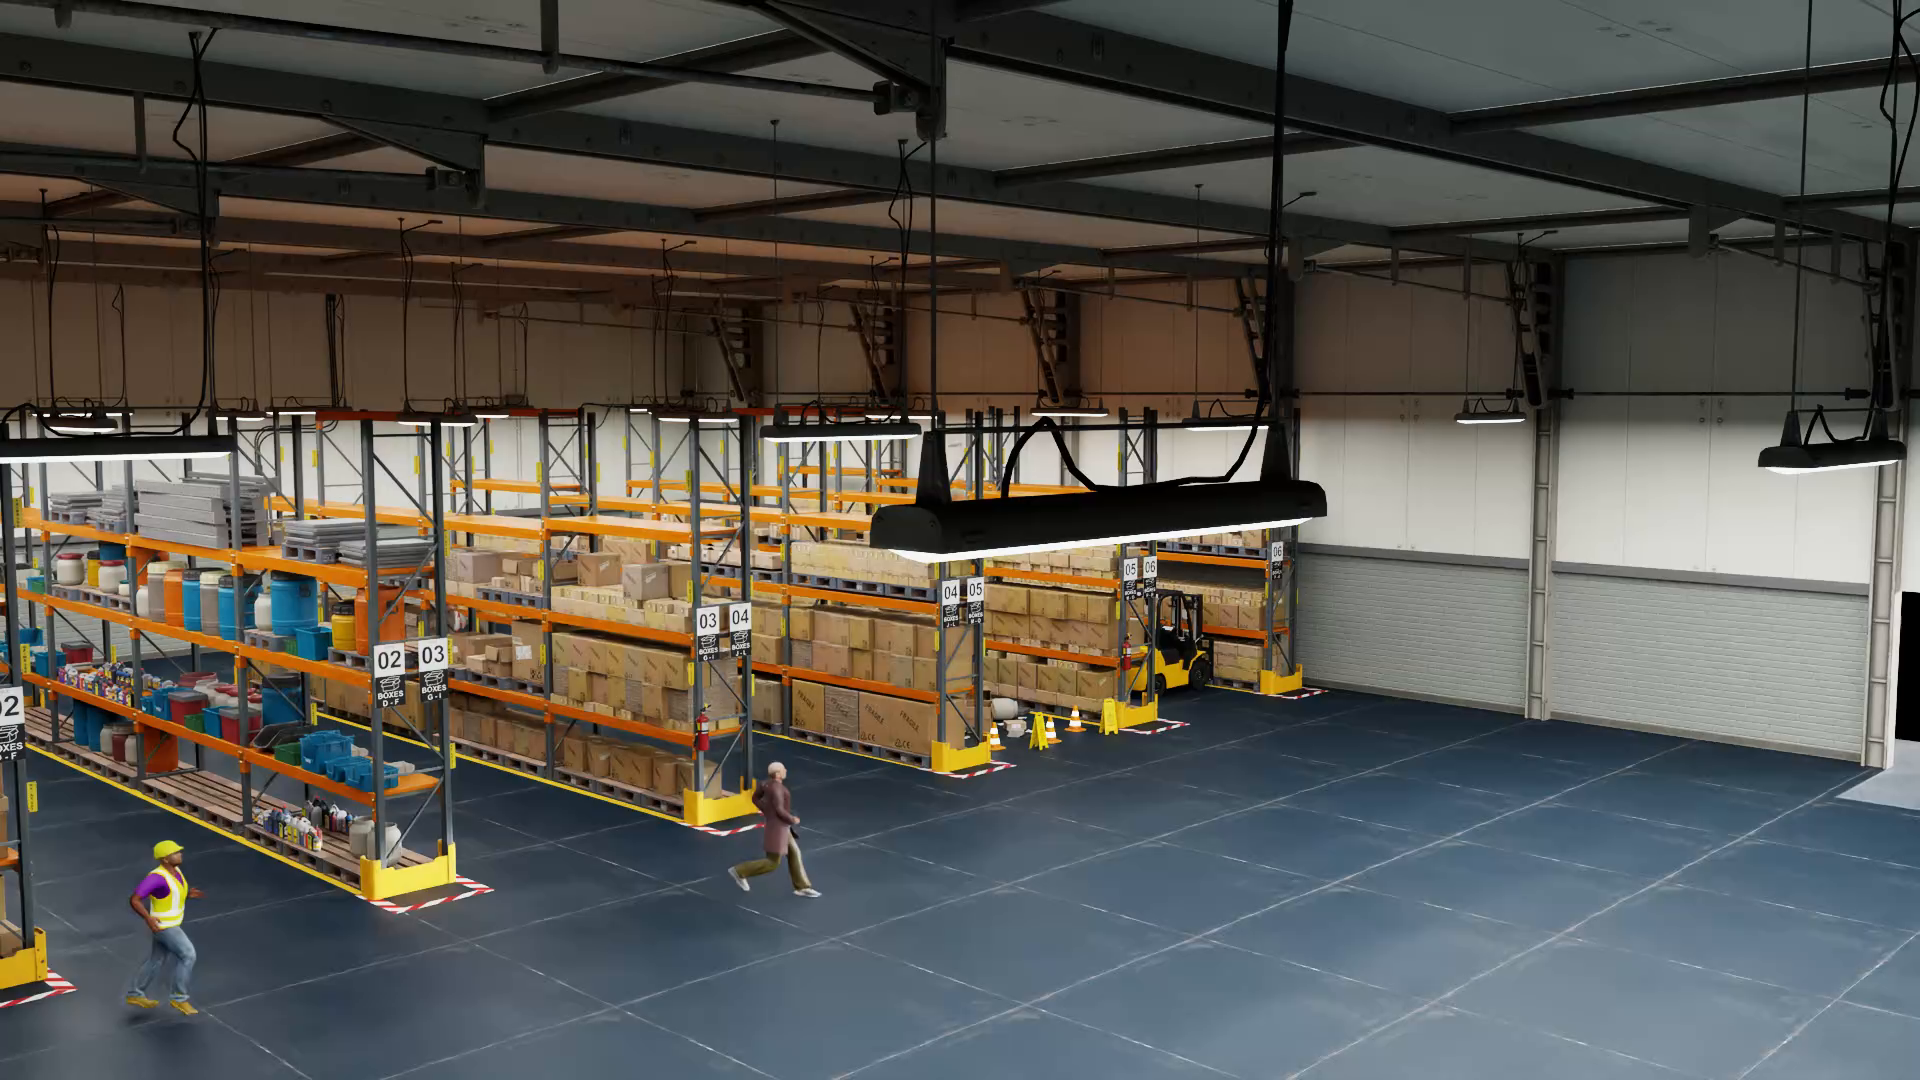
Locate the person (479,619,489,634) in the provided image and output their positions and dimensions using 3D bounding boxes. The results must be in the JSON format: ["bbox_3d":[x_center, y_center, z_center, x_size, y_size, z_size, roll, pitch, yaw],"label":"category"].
[{"bbox_3d":[-11.575,1.931,40.421,0.761,1.692,0.634,-1,5,-13],"label":"person"}]

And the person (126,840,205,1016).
[{"bbox_3d":[-8.126,3.958,16.964,0.770,1.827,0.681,-1,5,-15],"label":"person"}]

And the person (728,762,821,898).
[{"bbox_3d":[-2.300,3.643,20.667,1.186,1.780,0.680,-1,5,-14],"label":"person"}]

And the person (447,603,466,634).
[{"bbox_3d":[-11.139,2.211,36.468,0.773,1.843,0.645,5,7,43],"label":"person"}]
